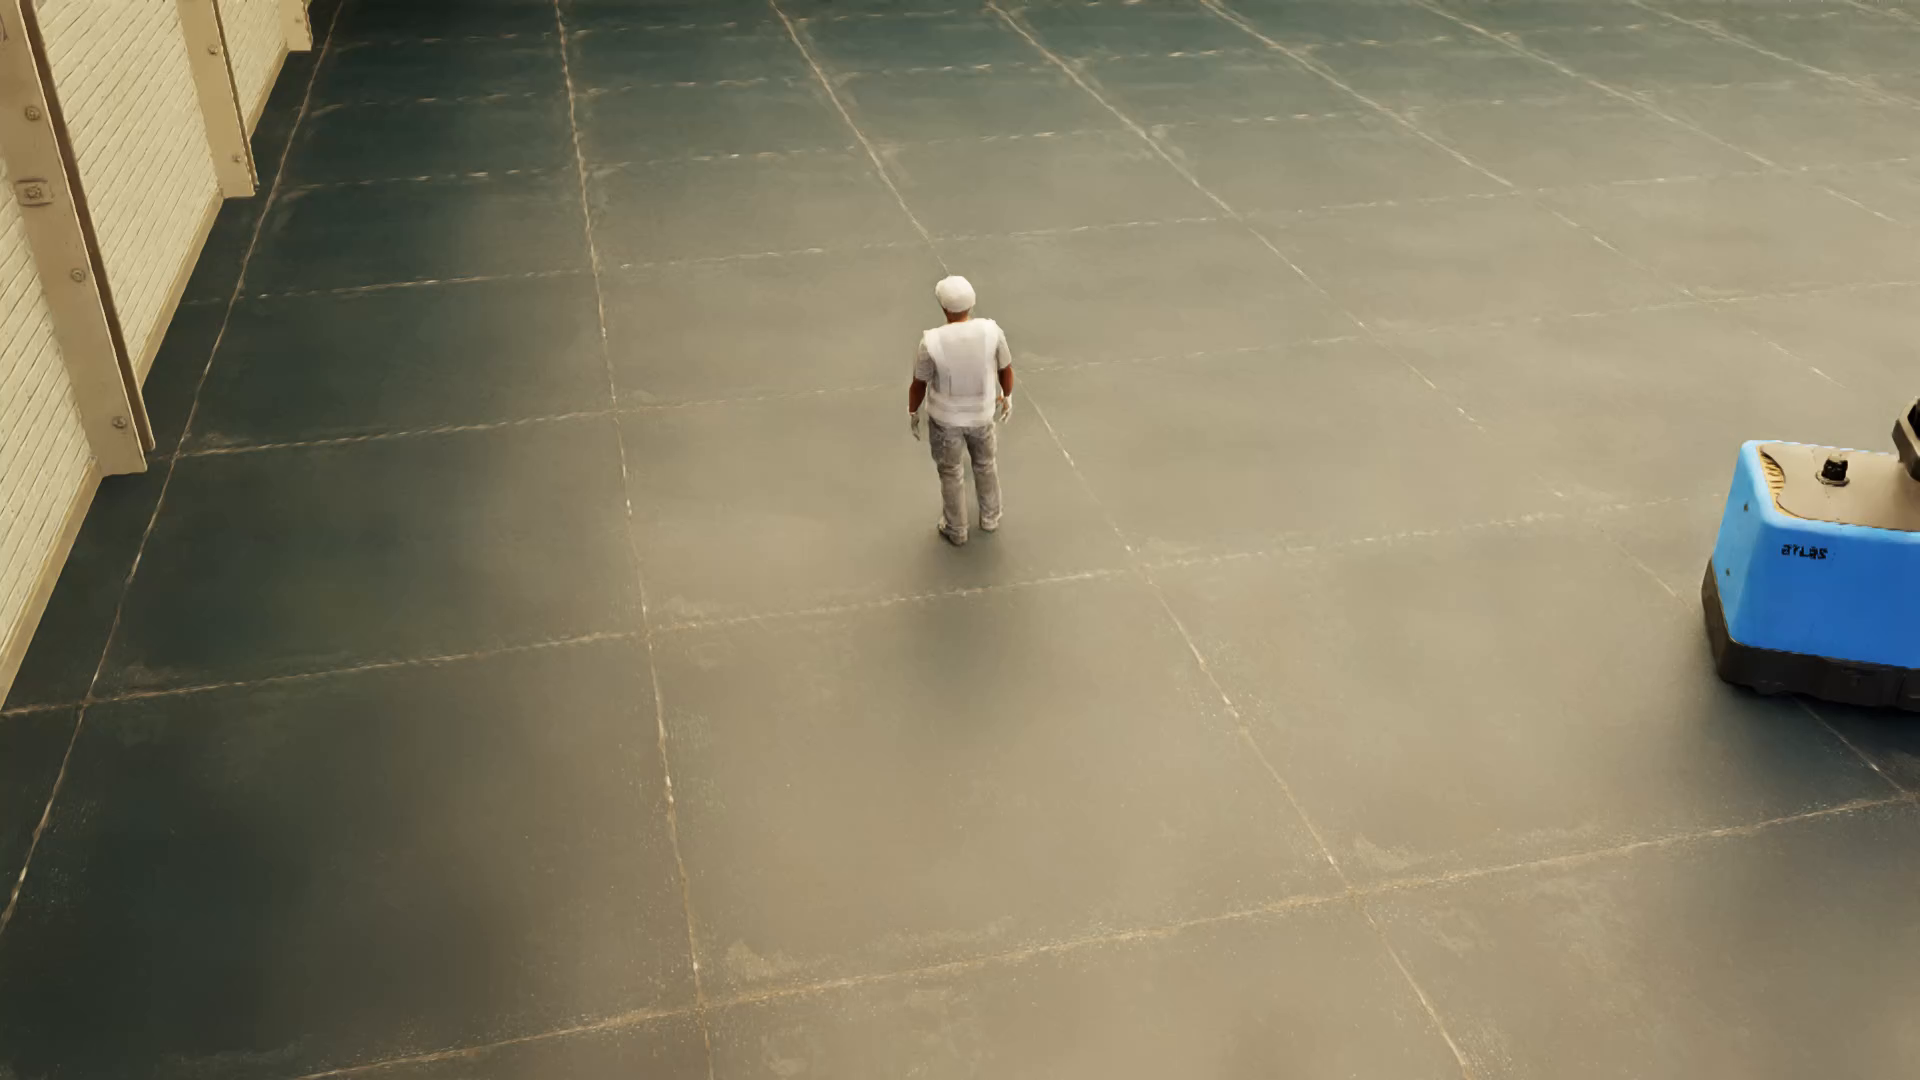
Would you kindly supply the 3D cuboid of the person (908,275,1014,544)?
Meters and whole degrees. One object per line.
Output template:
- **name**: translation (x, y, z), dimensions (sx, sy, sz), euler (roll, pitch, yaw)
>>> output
- **person**: translation (-0.011, -0.818, 10.120), dimensions (0.655, 1.782, 0.558), euler (-7, 31, -12)
